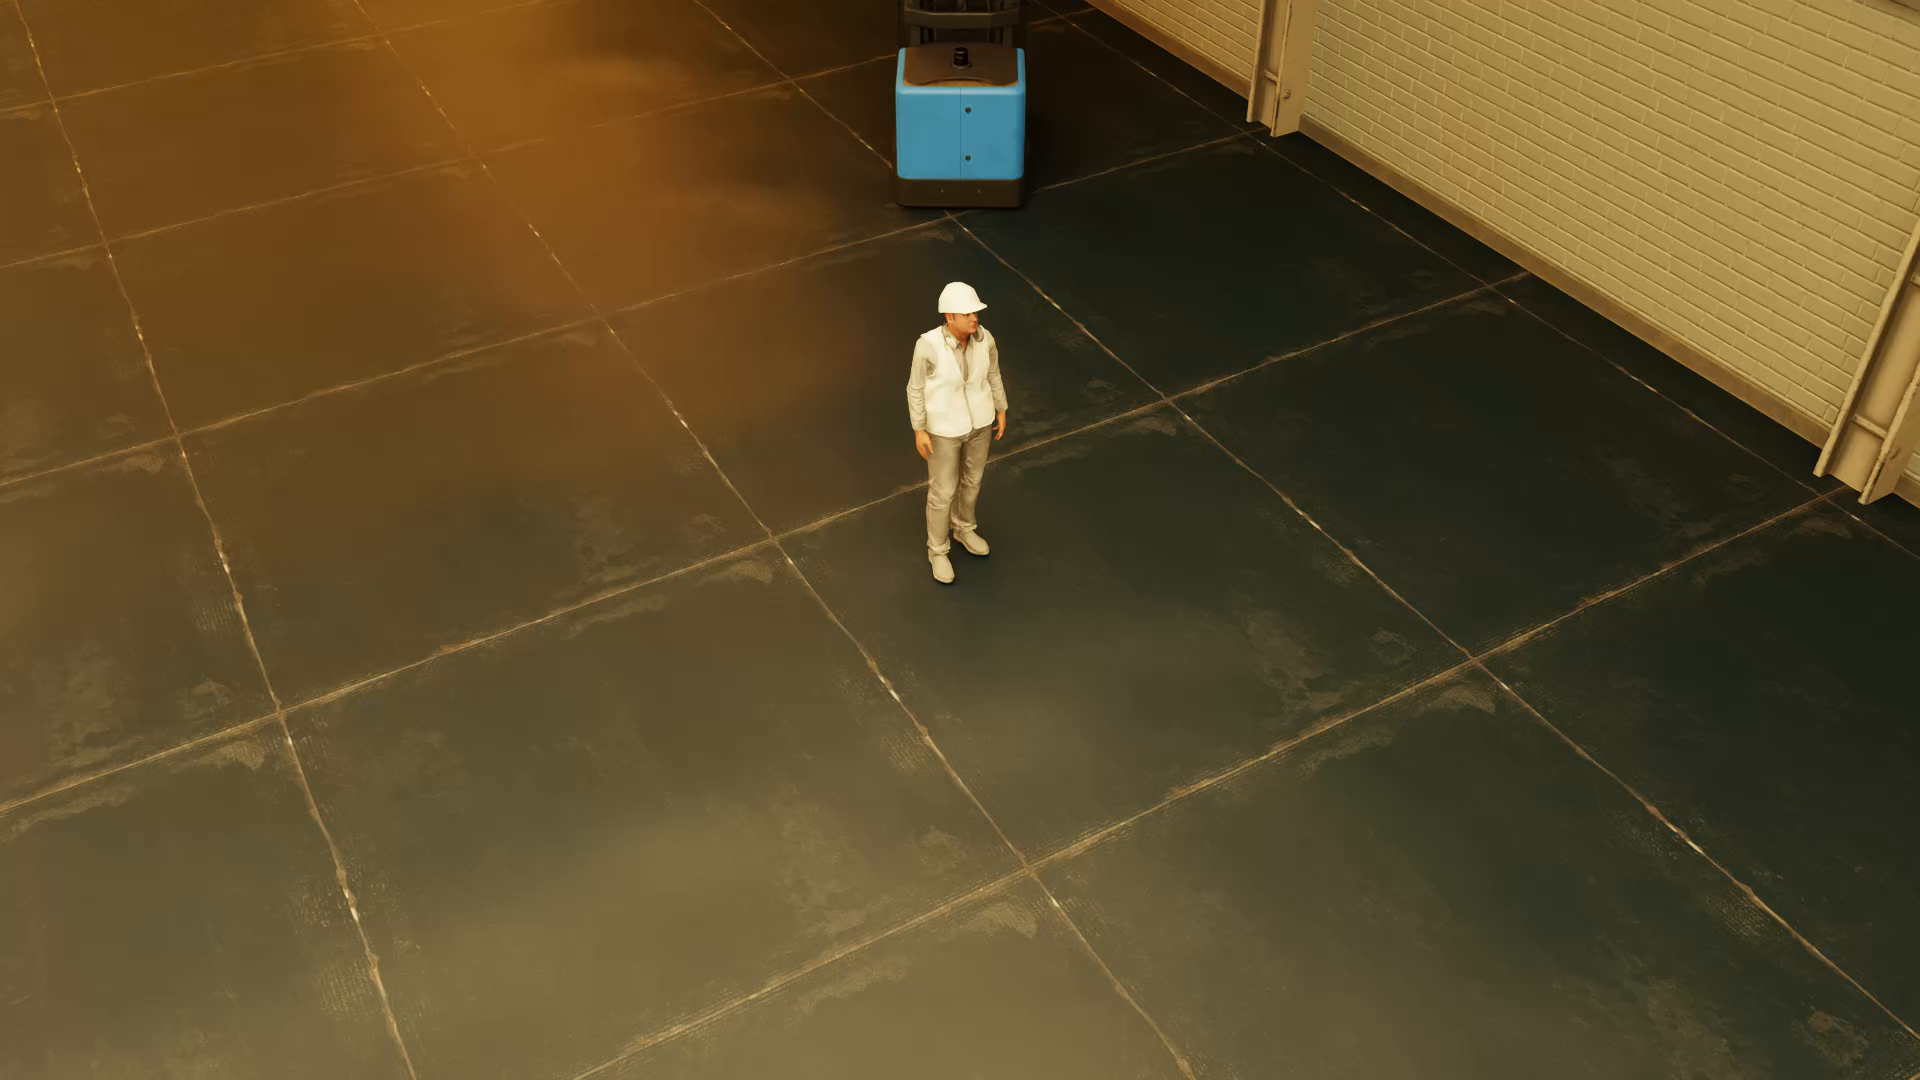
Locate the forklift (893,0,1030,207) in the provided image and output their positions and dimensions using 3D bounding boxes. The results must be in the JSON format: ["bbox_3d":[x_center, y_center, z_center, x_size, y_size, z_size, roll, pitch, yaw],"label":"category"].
[{"bbox_3d":[0.021,-4.741,13.752,1.130,2.935,3.031,0,40,0],"label":"forklift"}]

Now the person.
[{"bbox_3d":[0.025,-0.650,9.715,0.632,1.773,0.564,-20,44,-23],"label":"person"}]
